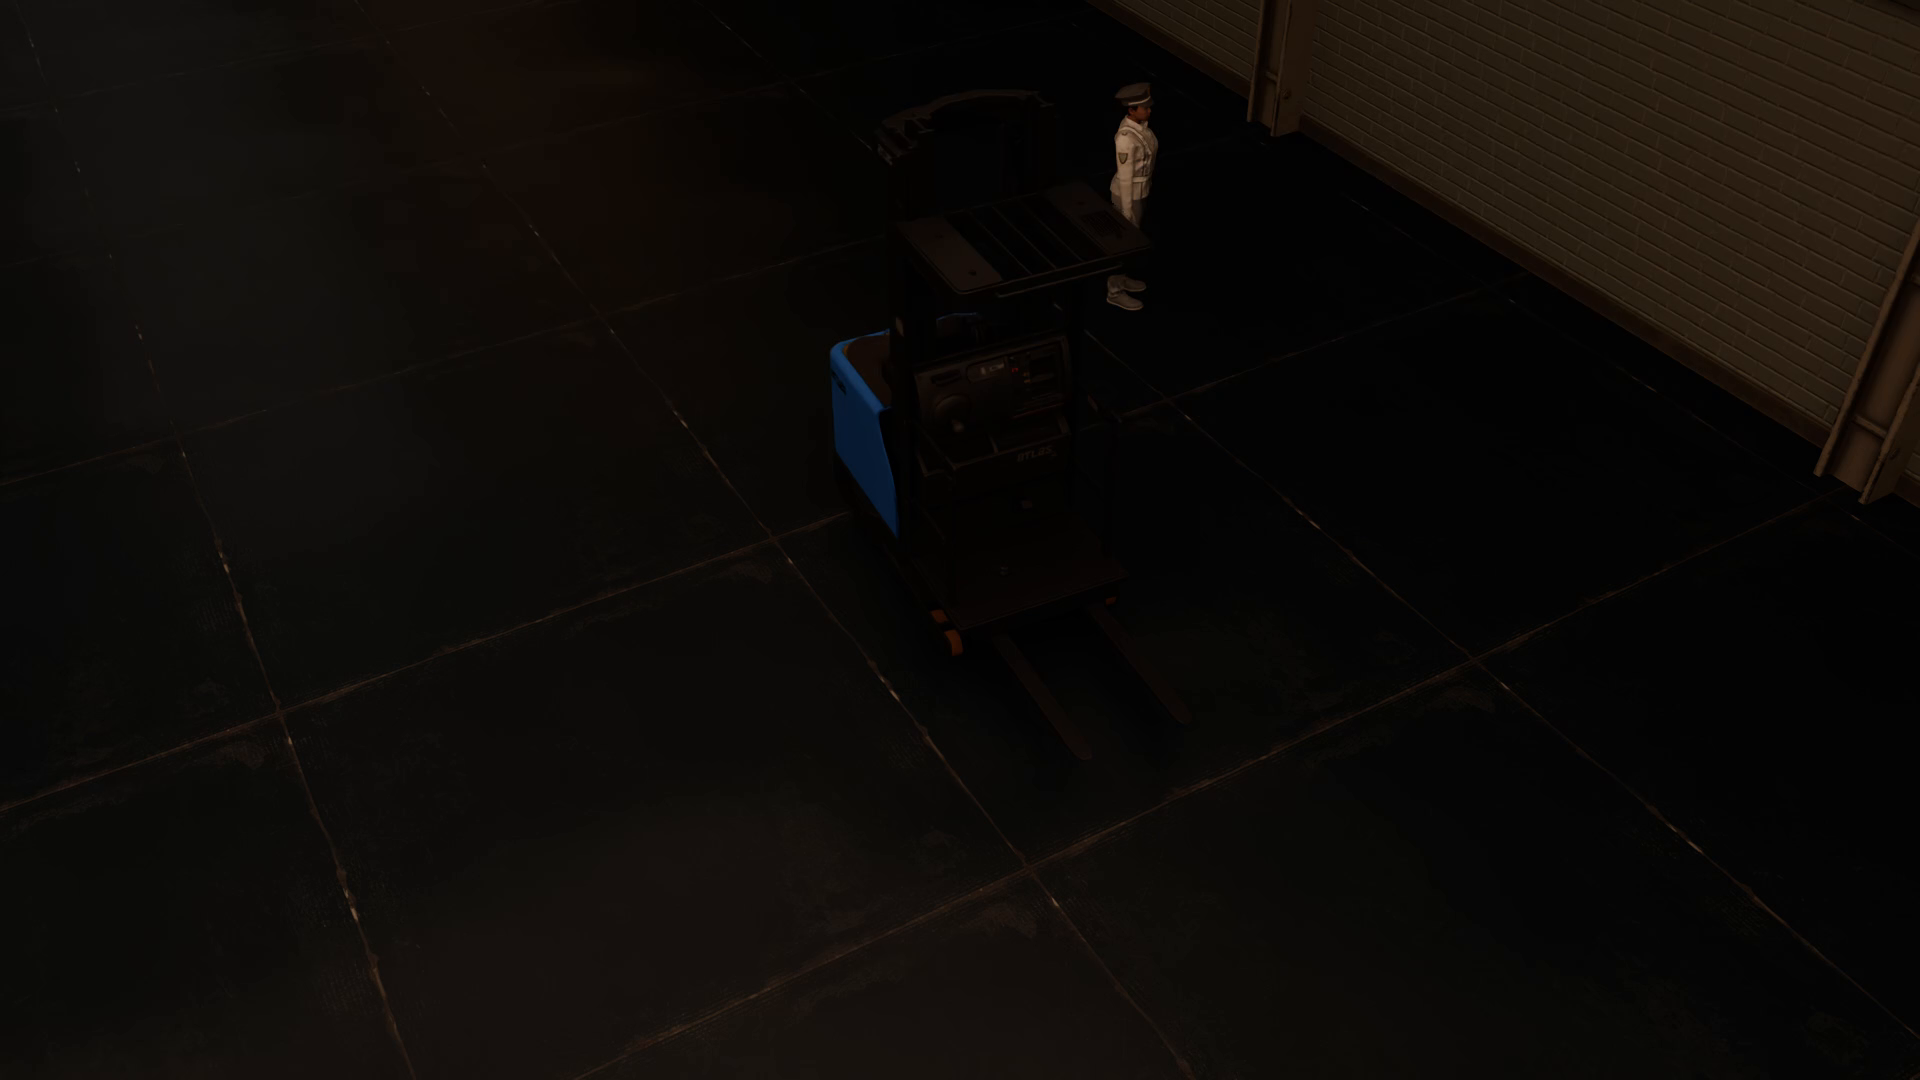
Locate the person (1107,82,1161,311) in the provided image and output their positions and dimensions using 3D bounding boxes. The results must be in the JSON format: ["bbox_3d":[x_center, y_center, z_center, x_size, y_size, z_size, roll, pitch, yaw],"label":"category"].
[{"bbox_3d":[1.245,-2.501,12.028,0.332,1.691,0.472,9,40,10],"label":"person"}]

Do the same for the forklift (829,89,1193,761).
[{"bbox_3d":[0.283,-0.776,8.972,1.130,2.935,3.031,-17,43,-19],"label":"forklift"}]
